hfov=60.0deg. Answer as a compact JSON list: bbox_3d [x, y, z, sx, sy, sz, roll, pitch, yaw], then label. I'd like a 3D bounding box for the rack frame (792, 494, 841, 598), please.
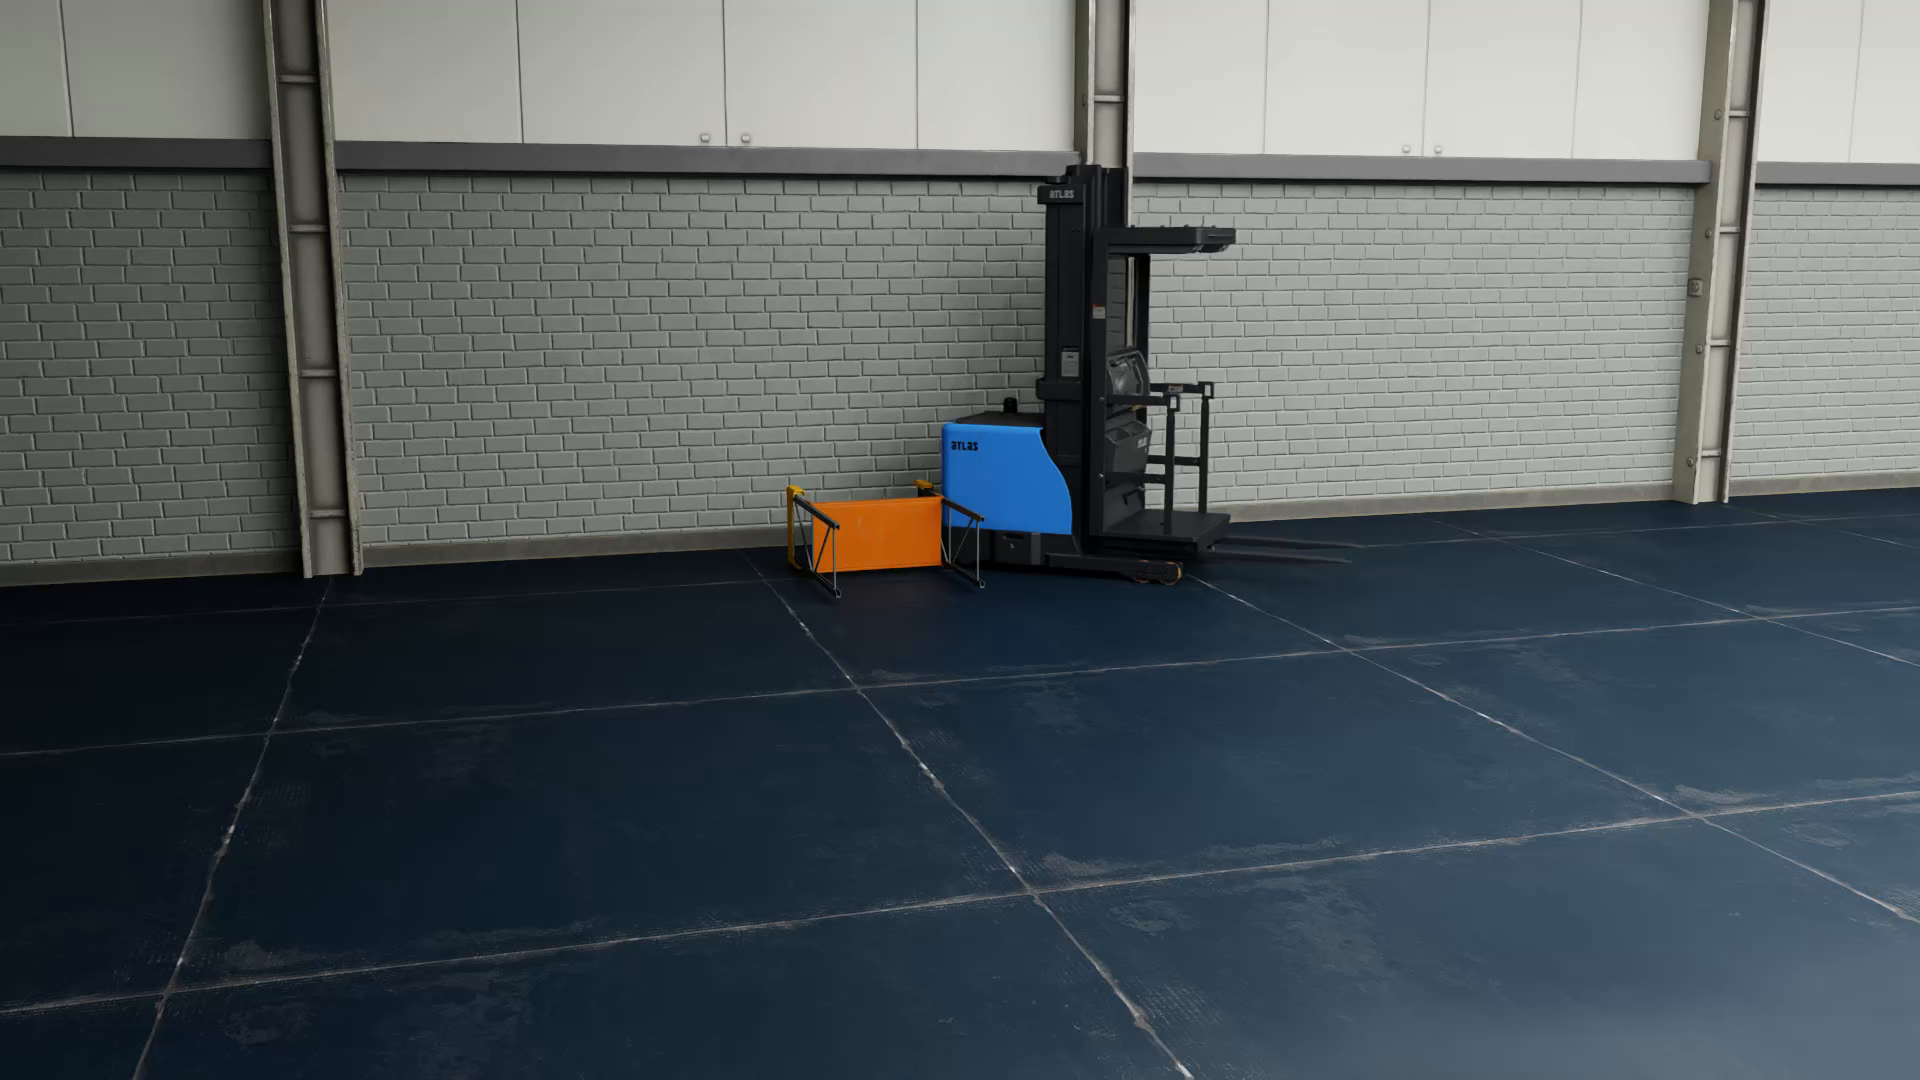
[{"bbox_3d":[-1.045,0.011,11.793,0.032,0.500,1.500,-3,11,-18],"label":"rack frame"}]

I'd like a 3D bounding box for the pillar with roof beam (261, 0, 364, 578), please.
[{"bbox_3d":[-3.408,-3.438,7.368,0.400,9.000,9.100,-3,11,-16],"label":"pillar with roof beam"}]

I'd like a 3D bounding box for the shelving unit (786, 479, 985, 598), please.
[{"bbox_3d":[-0.553,-0.018,11.950,1.083,0.587,1.500,-3,11,-18],"label":"shelving unit"}]

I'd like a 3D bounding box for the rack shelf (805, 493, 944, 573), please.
[{"bbox_3d":[-0.617,-0.048,12.116,1.000,0.538,0.185,-3,11,-18],"label":"rack shelf"}]

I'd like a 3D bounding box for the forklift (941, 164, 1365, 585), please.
[{"bbox_3d":[1.417,-1.228,12.121,3.031,2.935,1.130,4,11,22],"label":"forklift"}]

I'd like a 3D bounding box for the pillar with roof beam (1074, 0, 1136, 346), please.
[{"bbox_3d":[2.353,-3.742,9.017,0.400,9.000,9.100,-3,11,-16],"label":"pillar with roof beam"}]

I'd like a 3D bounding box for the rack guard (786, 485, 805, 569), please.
[{"bbox_3d":[-1.219,-0.098,12.384,0.087,0.587,0.250,-3,11,-18],"label":"rack guard"}]

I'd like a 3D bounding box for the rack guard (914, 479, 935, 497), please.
[{"bbox_3d":[-0.272,-0.153,12.686,0.087,0.587,0.250,-3,11,-18],"label":"rack guard"}]

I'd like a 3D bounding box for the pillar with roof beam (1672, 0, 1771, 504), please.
[{"bbox_3d":[8.114,-4.045,10.667,0.400,9.000,9.100,-3,11,-16],"label":"pillar with roof beam"}]

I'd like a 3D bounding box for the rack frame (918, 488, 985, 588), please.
[{"bbox_3d":[-0.078,-0.046,12.102,0.032,0.500,1.500,-3,11,-18],"label":"rack frame"}]
